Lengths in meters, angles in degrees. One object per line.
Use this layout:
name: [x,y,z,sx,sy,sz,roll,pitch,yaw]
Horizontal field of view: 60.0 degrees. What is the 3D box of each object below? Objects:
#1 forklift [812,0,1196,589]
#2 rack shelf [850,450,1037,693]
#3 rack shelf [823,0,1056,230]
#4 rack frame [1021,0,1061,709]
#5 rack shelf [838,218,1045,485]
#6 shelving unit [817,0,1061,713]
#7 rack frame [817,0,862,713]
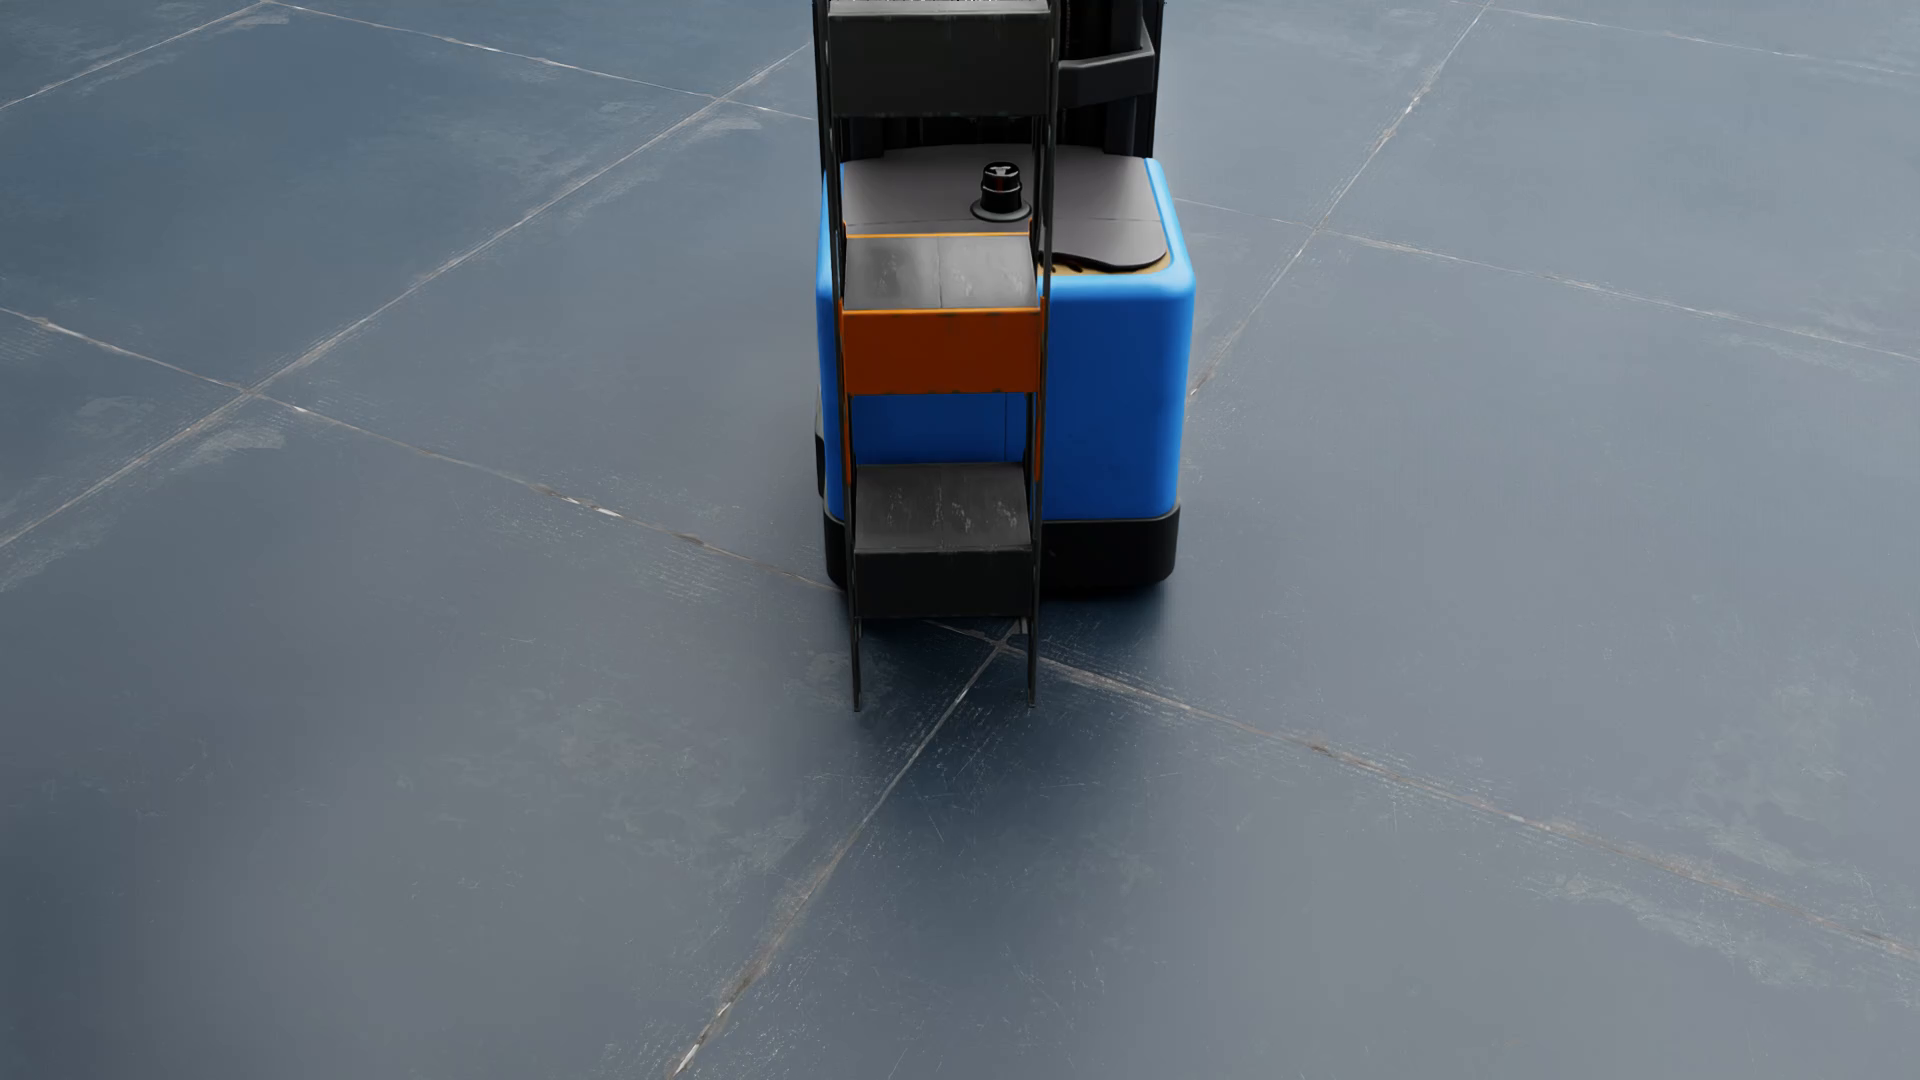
forklift: [0.077,-1.882,5.305,1.130,2.935,3.031,-1,37,-2]
rack shelf: [-0.049,0.086,4.581,0.480,0.518,0.431,-1,37,-2]
rack shelf: [-0.049,-1.030,3.735,0.480,0.518,0.431,-1,37,-2]
rack frame: [0.195,-0.488,4.156,0.015,2.100,0.400,-1,37,-2]
rack shelf: [-0.049,-0.472,4.158,0.480,0.518,0.431,-1,37,-2]
shelving unit: [-0.049,-0.483,4.150,0.503,2.100,0.431,-1,37,-2]
rack frame: [-0.293,-0.478,4.143,0.015,2.100,0.400,-1,37,-2]
